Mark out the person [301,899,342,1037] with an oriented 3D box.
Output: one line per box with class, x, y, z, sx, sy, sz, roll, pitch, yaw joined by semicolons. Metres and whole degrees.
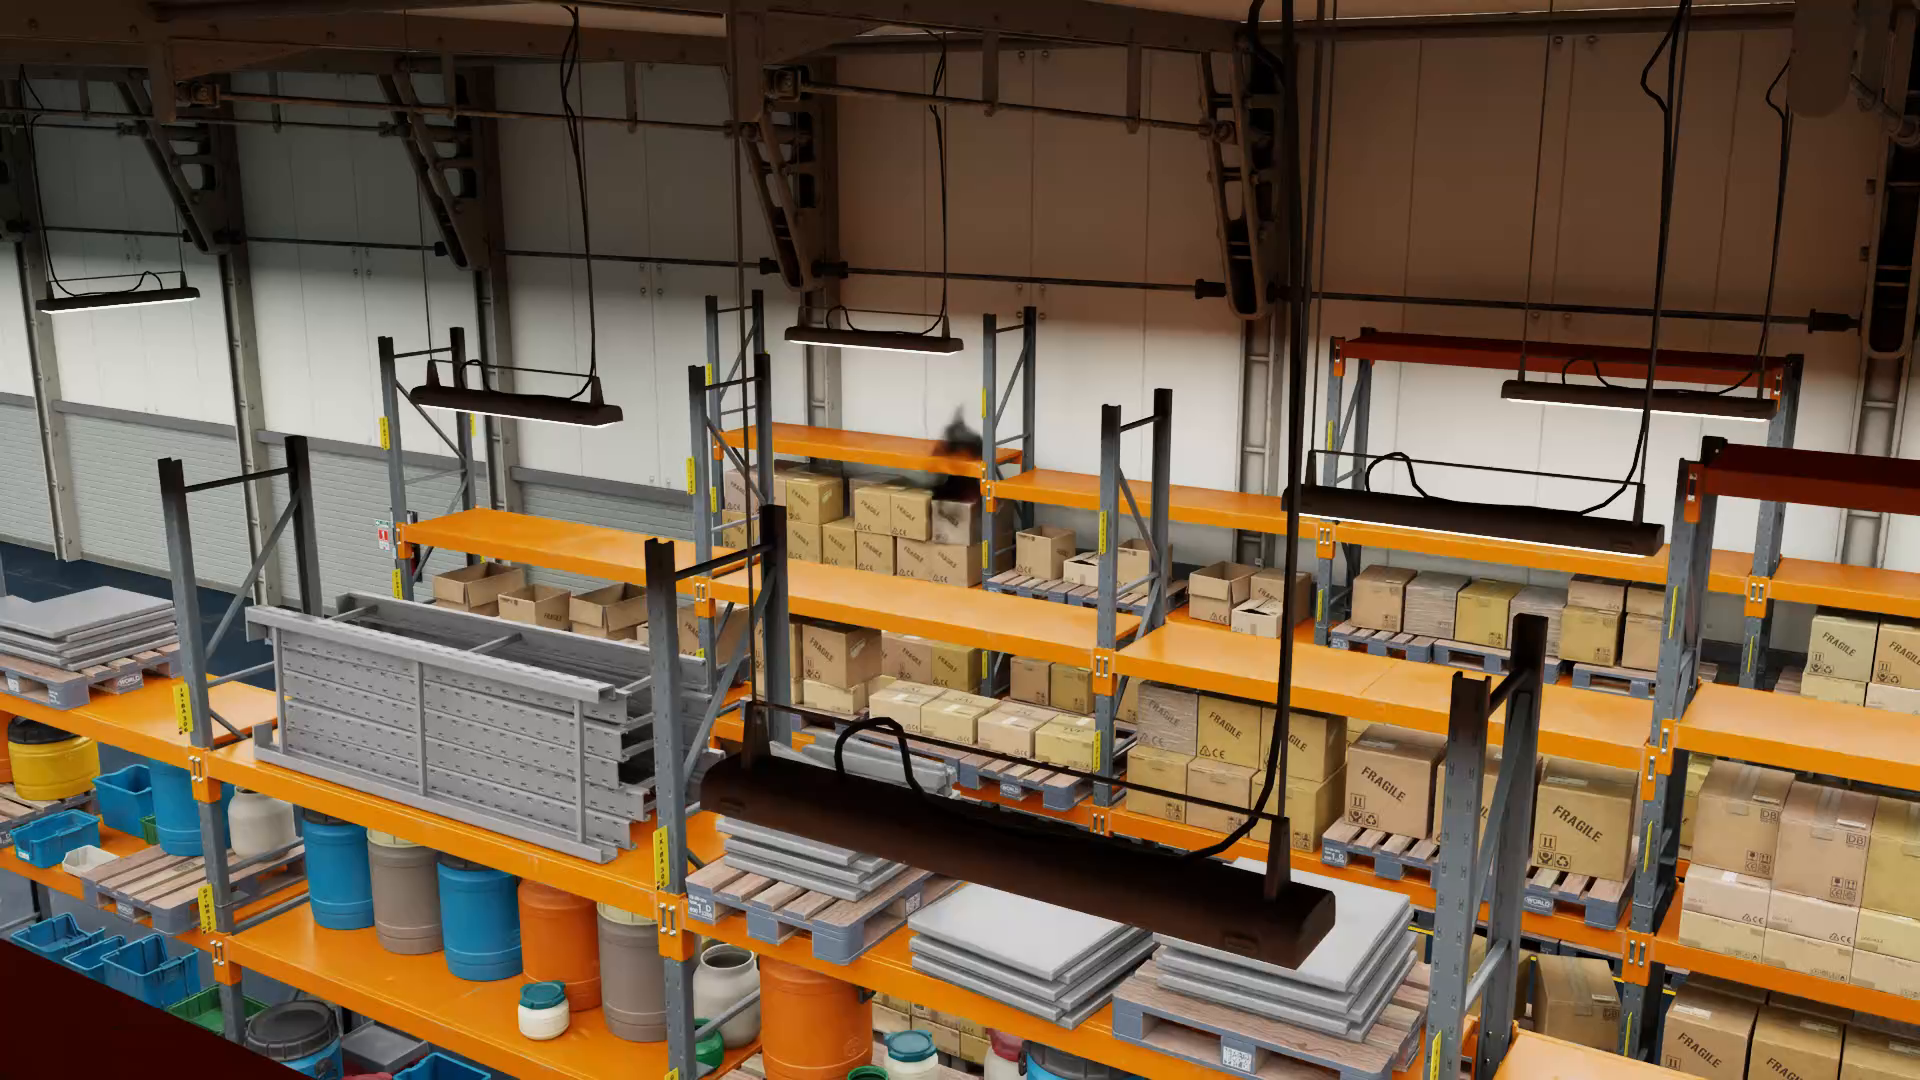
person;-5.375;3.842;14.163;0.794;1.732;0.545;9;16;32
